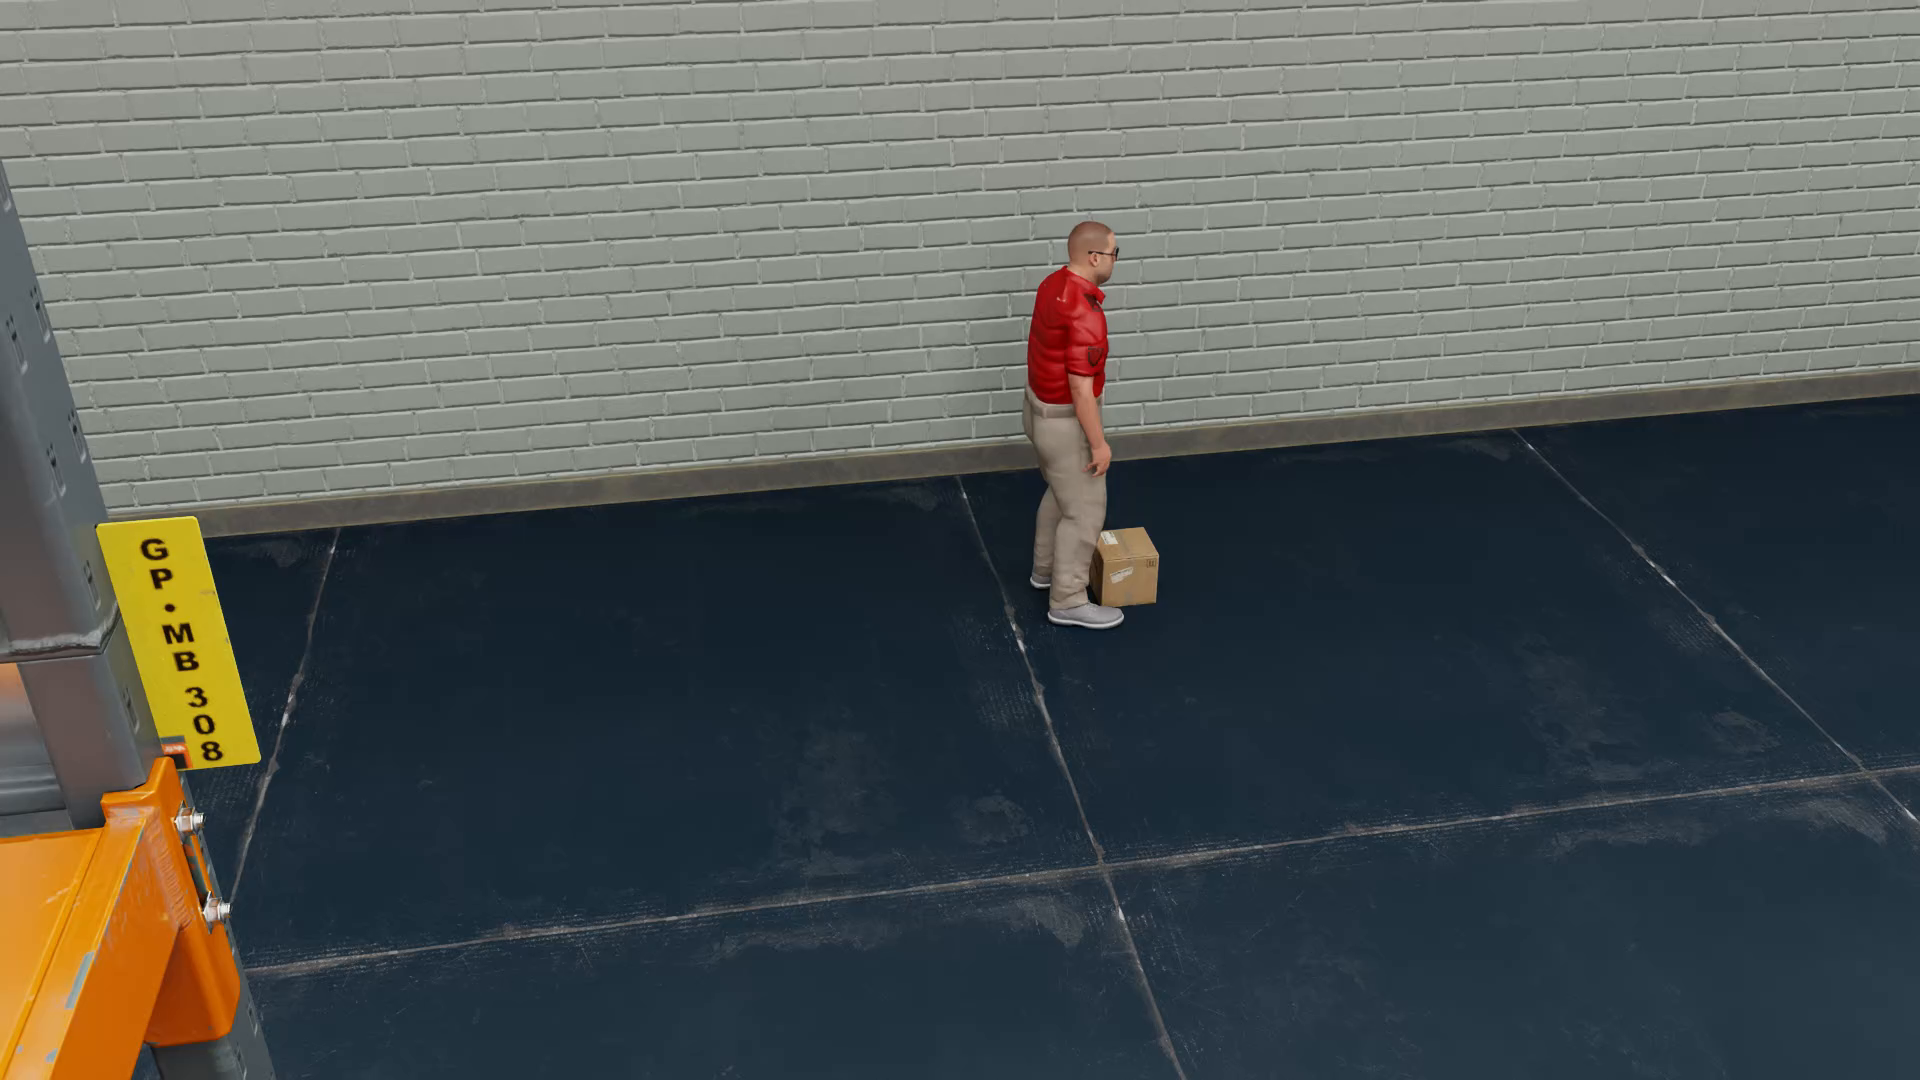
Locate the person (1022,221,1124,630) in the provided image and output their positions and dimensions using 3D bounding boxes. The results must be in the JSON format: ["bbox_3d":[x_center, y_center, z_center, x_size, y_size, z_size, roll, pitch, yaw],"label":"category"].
[{"bbox_3d":[0.474,-0.493,6.981,0.389,1.727,0.606,-7,31,-12],"label":"person"}]
